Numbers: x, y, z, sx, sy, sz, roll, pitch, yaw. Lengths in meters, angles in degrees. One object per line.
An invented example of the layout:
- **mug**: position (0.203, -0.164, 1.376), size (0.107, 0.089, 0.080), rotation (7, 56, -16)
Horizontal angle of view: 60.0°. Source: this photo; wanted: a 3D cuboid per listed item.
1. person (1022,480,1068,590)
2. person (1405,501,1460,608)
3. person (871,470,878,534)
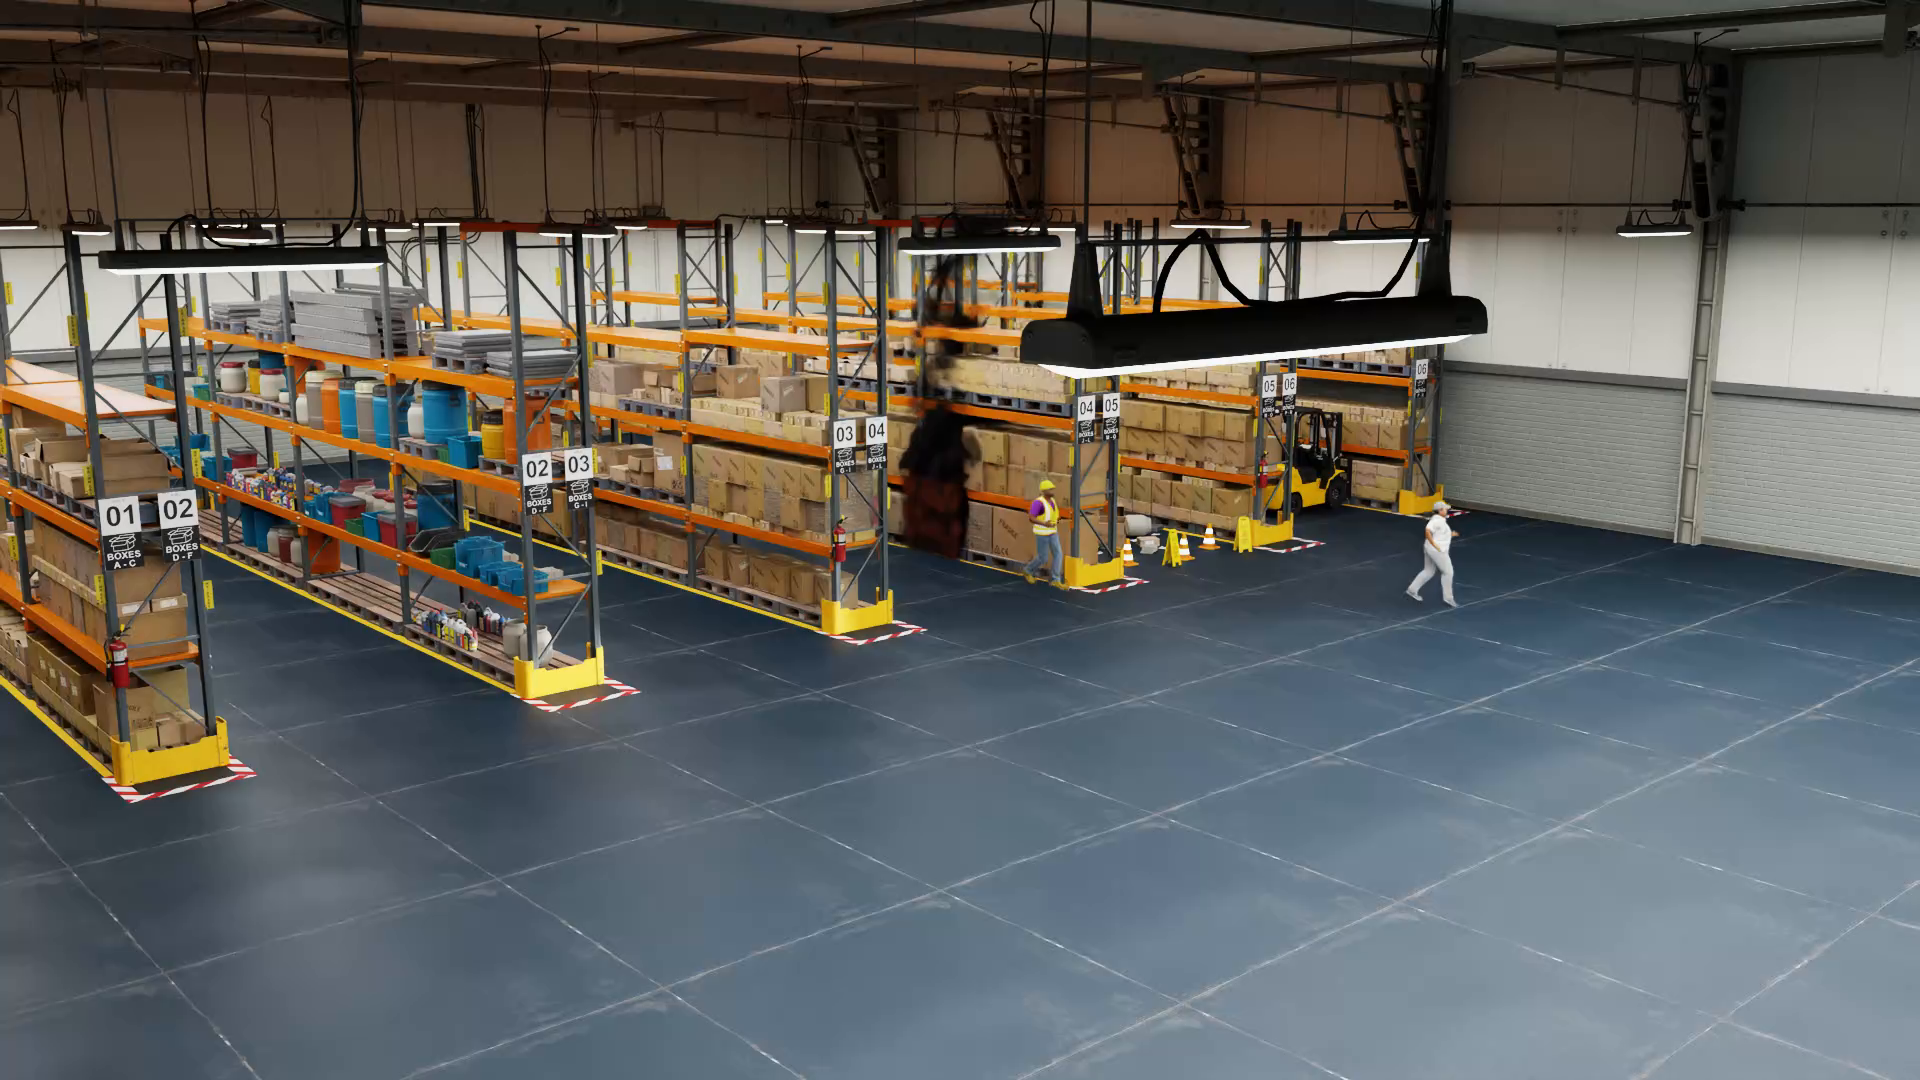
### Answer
- **person**: position (1.383, -0.098, 27.035), size (0.838, 1.765, 0.738), rotation (9, 14, 37)
- **person**: position (7.584, 0.224, 26.565), size (0.837, 1.719, 0.594), rotation (1, 11, 3)
- **person**: position (-1.592, -0.796, 30.229), size (0.574, 1.644, 0.532), rotation (-10, 15, -41)
